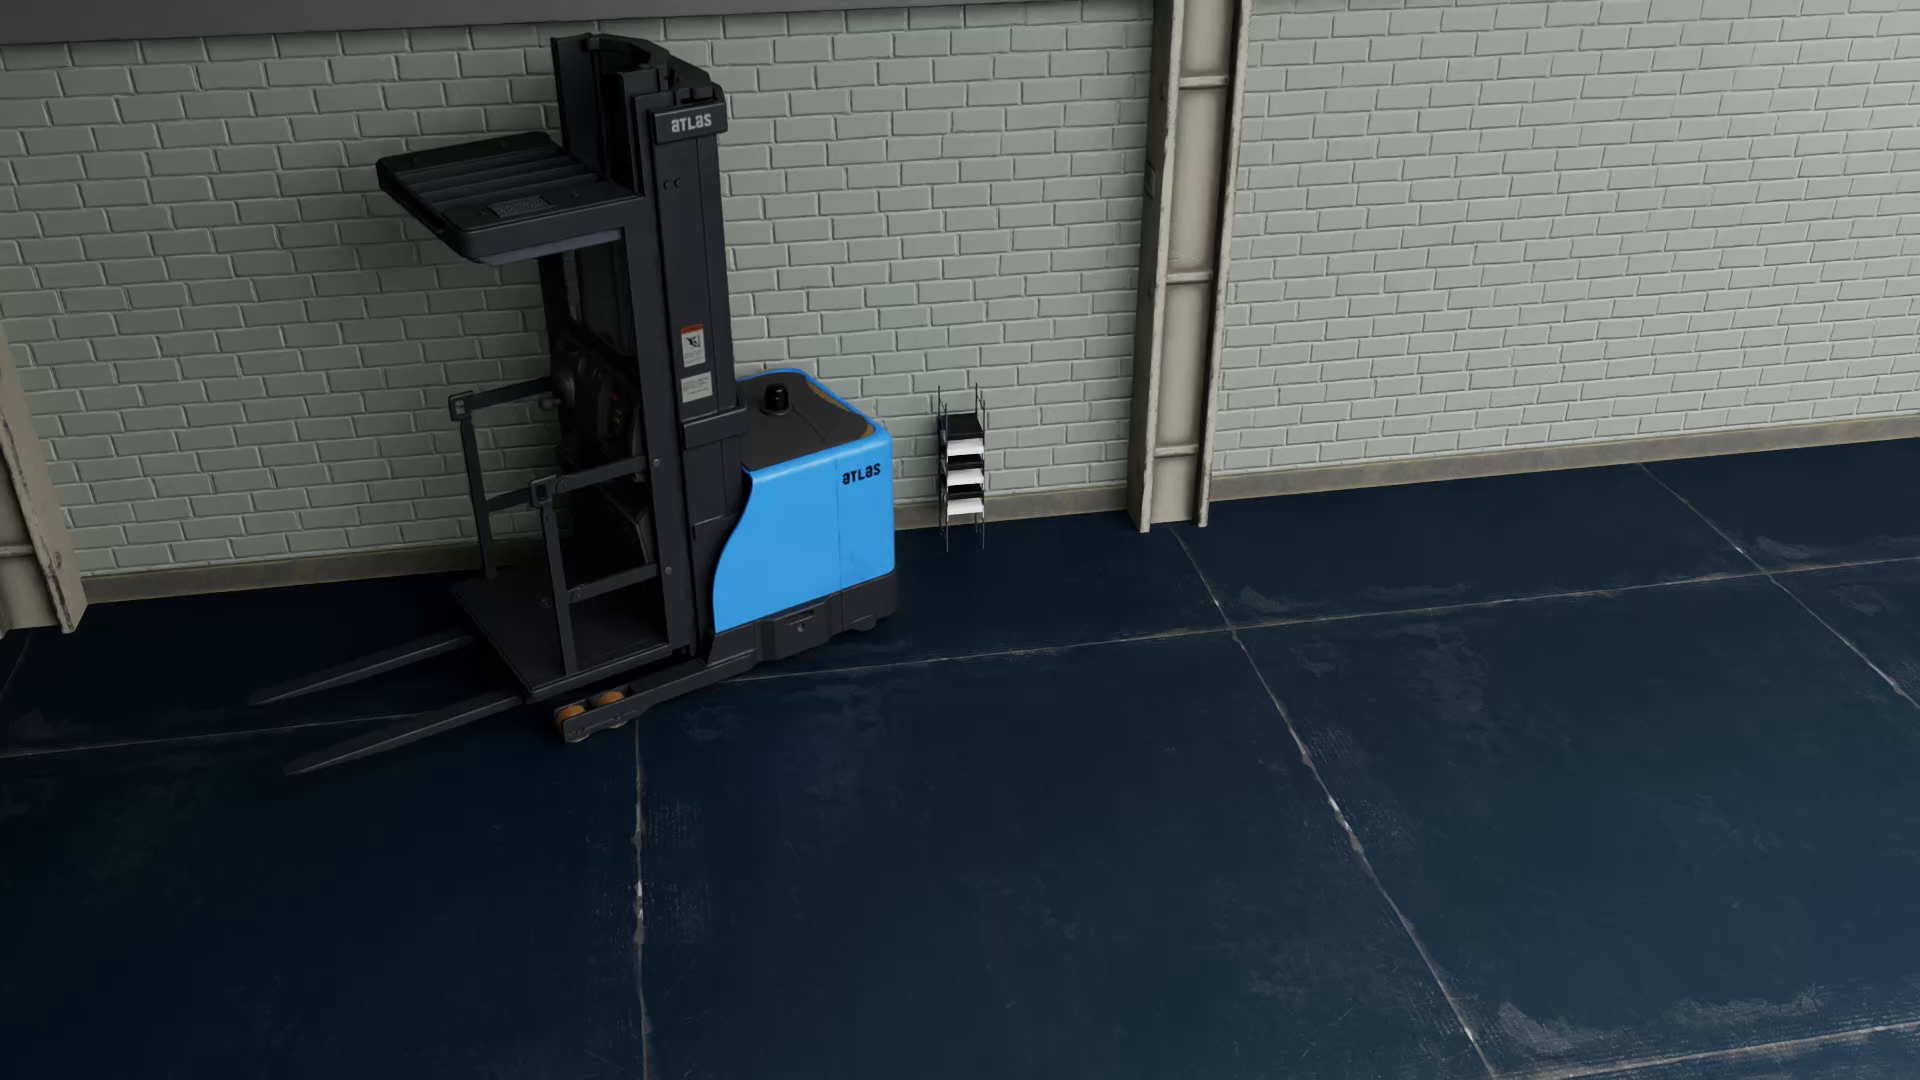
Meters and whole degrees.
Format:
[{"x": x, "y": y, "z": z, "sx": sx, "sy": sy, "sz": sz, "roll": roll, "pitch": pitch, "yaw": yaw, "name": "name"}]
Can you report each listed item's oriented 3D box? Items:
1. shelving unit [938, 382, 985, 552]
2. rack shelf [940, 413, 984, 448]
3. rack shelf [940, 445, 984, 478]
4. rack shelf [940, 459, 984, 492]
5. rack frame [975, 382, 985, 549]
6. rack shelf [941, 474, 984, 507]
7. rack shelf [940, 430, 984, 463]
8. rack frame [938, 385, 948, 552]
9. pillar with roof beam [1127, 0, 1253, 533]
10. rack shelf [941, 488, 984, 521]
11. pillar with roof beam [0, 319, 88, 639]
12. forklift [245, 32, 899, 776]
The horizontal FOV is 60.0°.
[{"x": 0.008, "y": -0.389, "z": 9.023, "sx": 0.210, "sy": 0.900, "sz": 0.258, "roll": -5, "pitch": 31, "yaw": -9, "name": "shelving unit"}, {"x": 0.008, "y": -0.593, "z": 8.903, "sx": 0.200, "sy": 0.077, "sz": 0.258, "roll": -5, "pitch": 31, "yaw": -9, "name": "rack shelf"}, {"x": 0.008, "y": -0.438, "z": 8.994, "sx": 0.200, "sy": 0.077, "sz": 0.258, "roll": -5, "pitch": 31, "yaw": -9, "name": "rack shelf"}, {"x": 0.008, "y": -0.360, "z": 9.040, "sx": 0.200, "sy": 0.077, "sz": 0.258, "roll": -5, "pitch": 31, "yaw": -9, "name": "rack shelf"}, {"x": 0.108, "y": -0.398, "z": 9.039, "sx": 0.006, "sy": 0.900, "sz": 0.240, "roll": -5, "pitch": 31, "yaw": -9, "name": "rack frame"}, {"x": 0.008, "y": -0.282, "z": 9.086, "sx": 0.200, "sy": 0.077, "sz": 0.258, "roll": -5, "pitch": 31, "yaw": -9, "name": "rack shelf"}, {"x": 0.008, "y": -0.515, "z": 8.949, "sx": 0.200, "sy": 0.077, "sz": 0.258, "roll": -5, "pitch": 31, "yaw": -9, "name": "rack shelf"}, {"x": -0.092, "y": -0.379, "z": 9.007, "sx": 0.006, "sy": 0.900, "sz": 0.240, "roll": -5, "pitch": 31, "yaw": -9, "name": "rack frame"}, {"x": 1.949, "y": -1.869, "z": 3.550, "sx": 0.400, "sy": 9.000, "sz": 9.100, "roll": -5, "pitch": 31, "yaw": -9, "name": "pillar with roof beam"}, {"x": 0.008, "y": -0.205, "z": 9.131, "sx": 0.200, "sy": 0.077, "sz": 0.258, "roll": -5, "pitch": 31, "yaw": -9, "name": "rack shelf"}, {"x": -3.953, "y": -1.321, "z": 2.619, "sx": 0.400, "sy": 9.000, "sz": 9.100, "roll": -5, "pitch": 31, "yaw": -9, "name": "pillar with roof beam"}, {"x": -1.821, "y": -0.637, "z": 7.442, "sx": 3.031, "sy": 2.935, "sz": 1.130, "roll": -19, "pitch": 35, "yaw": -29, "name": "forklift"}]
